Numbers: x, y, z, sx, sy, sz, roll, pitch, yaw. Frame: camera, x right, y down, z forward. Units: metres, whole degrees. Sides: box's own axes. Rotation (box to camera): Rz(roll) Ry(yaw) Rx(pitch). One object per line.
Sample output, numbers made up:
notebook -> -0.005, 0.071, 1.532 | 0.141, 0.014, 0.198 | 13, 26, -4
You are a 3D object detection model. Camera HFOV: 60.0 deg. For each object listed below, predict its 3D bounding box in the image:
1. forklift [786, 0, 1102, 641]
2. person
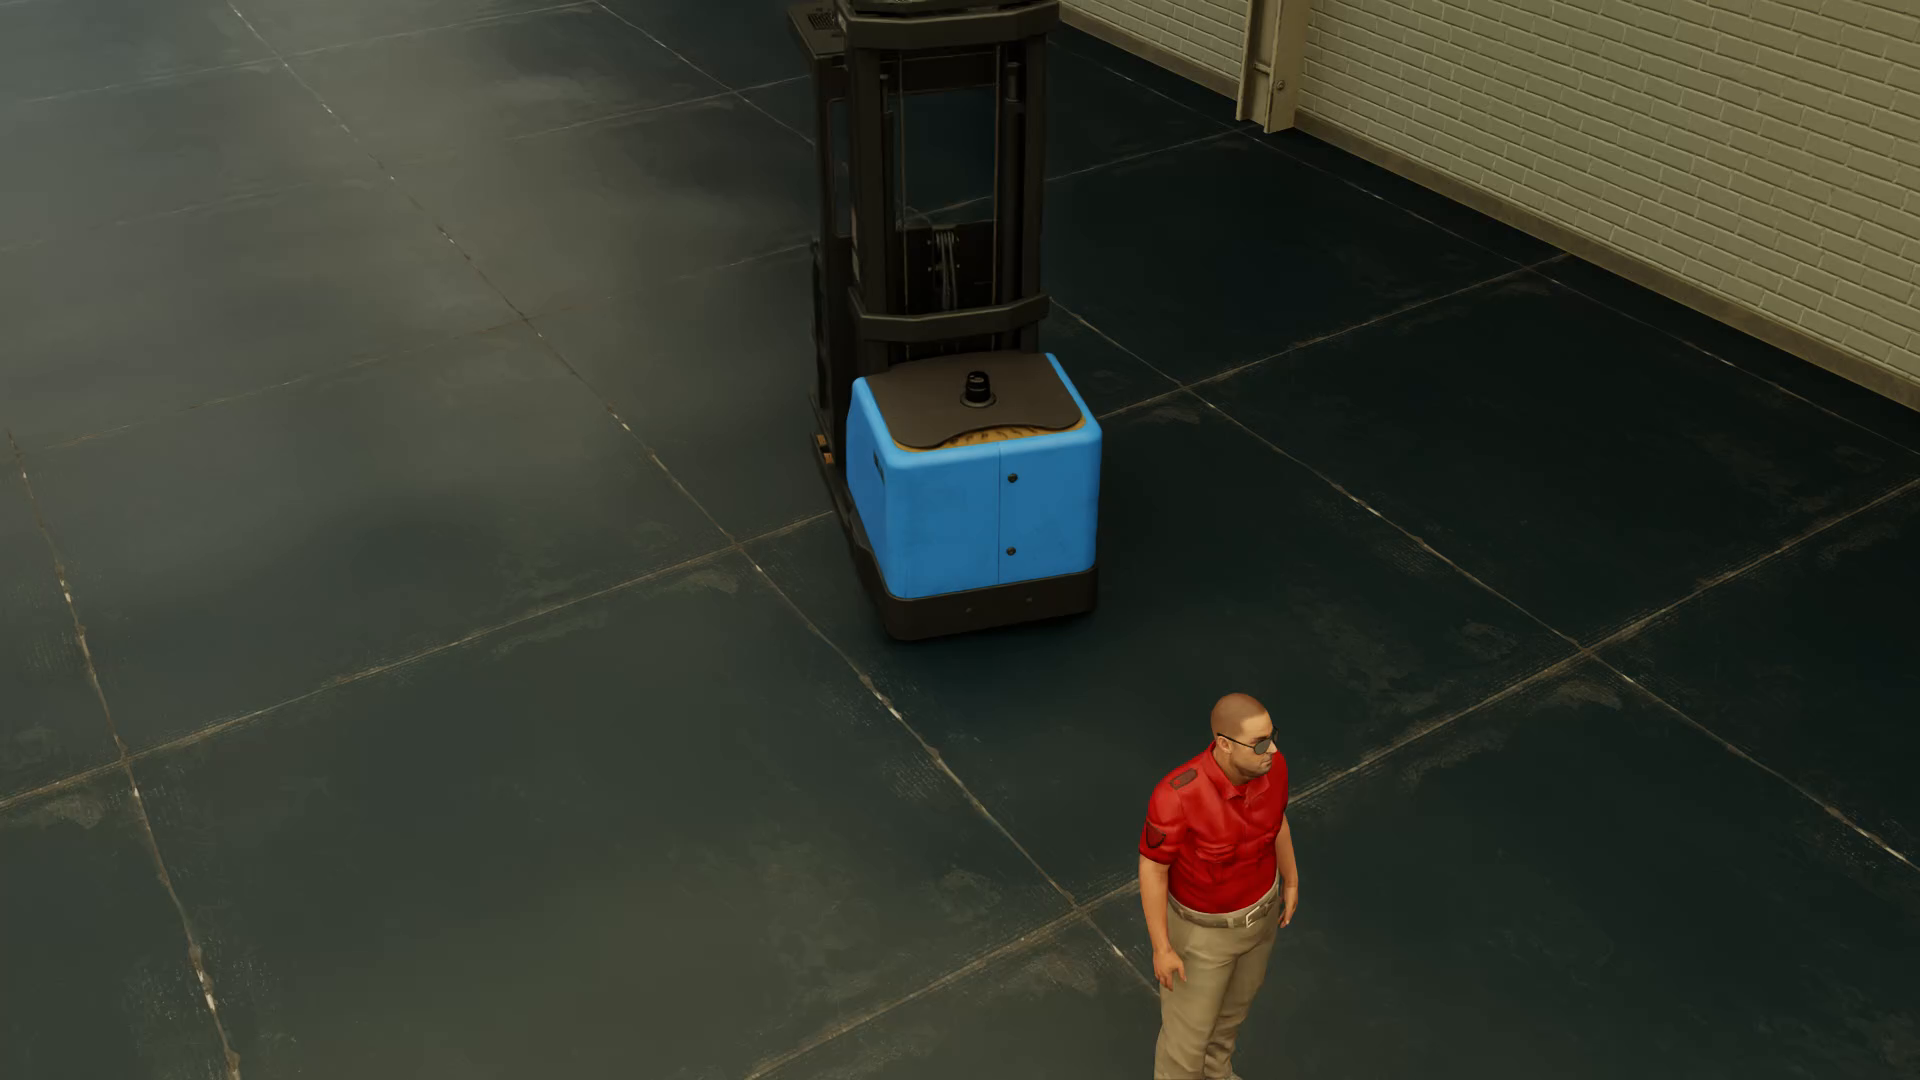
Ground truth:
forklift -> -0.206, -1.567, 8.378 | 1.130, 2.935, 3.031 | -9, 36, -12
person -> 0.897, 1.273, 5.367 | 0.641, 1.727, 0.550 | -23, 41, -29
